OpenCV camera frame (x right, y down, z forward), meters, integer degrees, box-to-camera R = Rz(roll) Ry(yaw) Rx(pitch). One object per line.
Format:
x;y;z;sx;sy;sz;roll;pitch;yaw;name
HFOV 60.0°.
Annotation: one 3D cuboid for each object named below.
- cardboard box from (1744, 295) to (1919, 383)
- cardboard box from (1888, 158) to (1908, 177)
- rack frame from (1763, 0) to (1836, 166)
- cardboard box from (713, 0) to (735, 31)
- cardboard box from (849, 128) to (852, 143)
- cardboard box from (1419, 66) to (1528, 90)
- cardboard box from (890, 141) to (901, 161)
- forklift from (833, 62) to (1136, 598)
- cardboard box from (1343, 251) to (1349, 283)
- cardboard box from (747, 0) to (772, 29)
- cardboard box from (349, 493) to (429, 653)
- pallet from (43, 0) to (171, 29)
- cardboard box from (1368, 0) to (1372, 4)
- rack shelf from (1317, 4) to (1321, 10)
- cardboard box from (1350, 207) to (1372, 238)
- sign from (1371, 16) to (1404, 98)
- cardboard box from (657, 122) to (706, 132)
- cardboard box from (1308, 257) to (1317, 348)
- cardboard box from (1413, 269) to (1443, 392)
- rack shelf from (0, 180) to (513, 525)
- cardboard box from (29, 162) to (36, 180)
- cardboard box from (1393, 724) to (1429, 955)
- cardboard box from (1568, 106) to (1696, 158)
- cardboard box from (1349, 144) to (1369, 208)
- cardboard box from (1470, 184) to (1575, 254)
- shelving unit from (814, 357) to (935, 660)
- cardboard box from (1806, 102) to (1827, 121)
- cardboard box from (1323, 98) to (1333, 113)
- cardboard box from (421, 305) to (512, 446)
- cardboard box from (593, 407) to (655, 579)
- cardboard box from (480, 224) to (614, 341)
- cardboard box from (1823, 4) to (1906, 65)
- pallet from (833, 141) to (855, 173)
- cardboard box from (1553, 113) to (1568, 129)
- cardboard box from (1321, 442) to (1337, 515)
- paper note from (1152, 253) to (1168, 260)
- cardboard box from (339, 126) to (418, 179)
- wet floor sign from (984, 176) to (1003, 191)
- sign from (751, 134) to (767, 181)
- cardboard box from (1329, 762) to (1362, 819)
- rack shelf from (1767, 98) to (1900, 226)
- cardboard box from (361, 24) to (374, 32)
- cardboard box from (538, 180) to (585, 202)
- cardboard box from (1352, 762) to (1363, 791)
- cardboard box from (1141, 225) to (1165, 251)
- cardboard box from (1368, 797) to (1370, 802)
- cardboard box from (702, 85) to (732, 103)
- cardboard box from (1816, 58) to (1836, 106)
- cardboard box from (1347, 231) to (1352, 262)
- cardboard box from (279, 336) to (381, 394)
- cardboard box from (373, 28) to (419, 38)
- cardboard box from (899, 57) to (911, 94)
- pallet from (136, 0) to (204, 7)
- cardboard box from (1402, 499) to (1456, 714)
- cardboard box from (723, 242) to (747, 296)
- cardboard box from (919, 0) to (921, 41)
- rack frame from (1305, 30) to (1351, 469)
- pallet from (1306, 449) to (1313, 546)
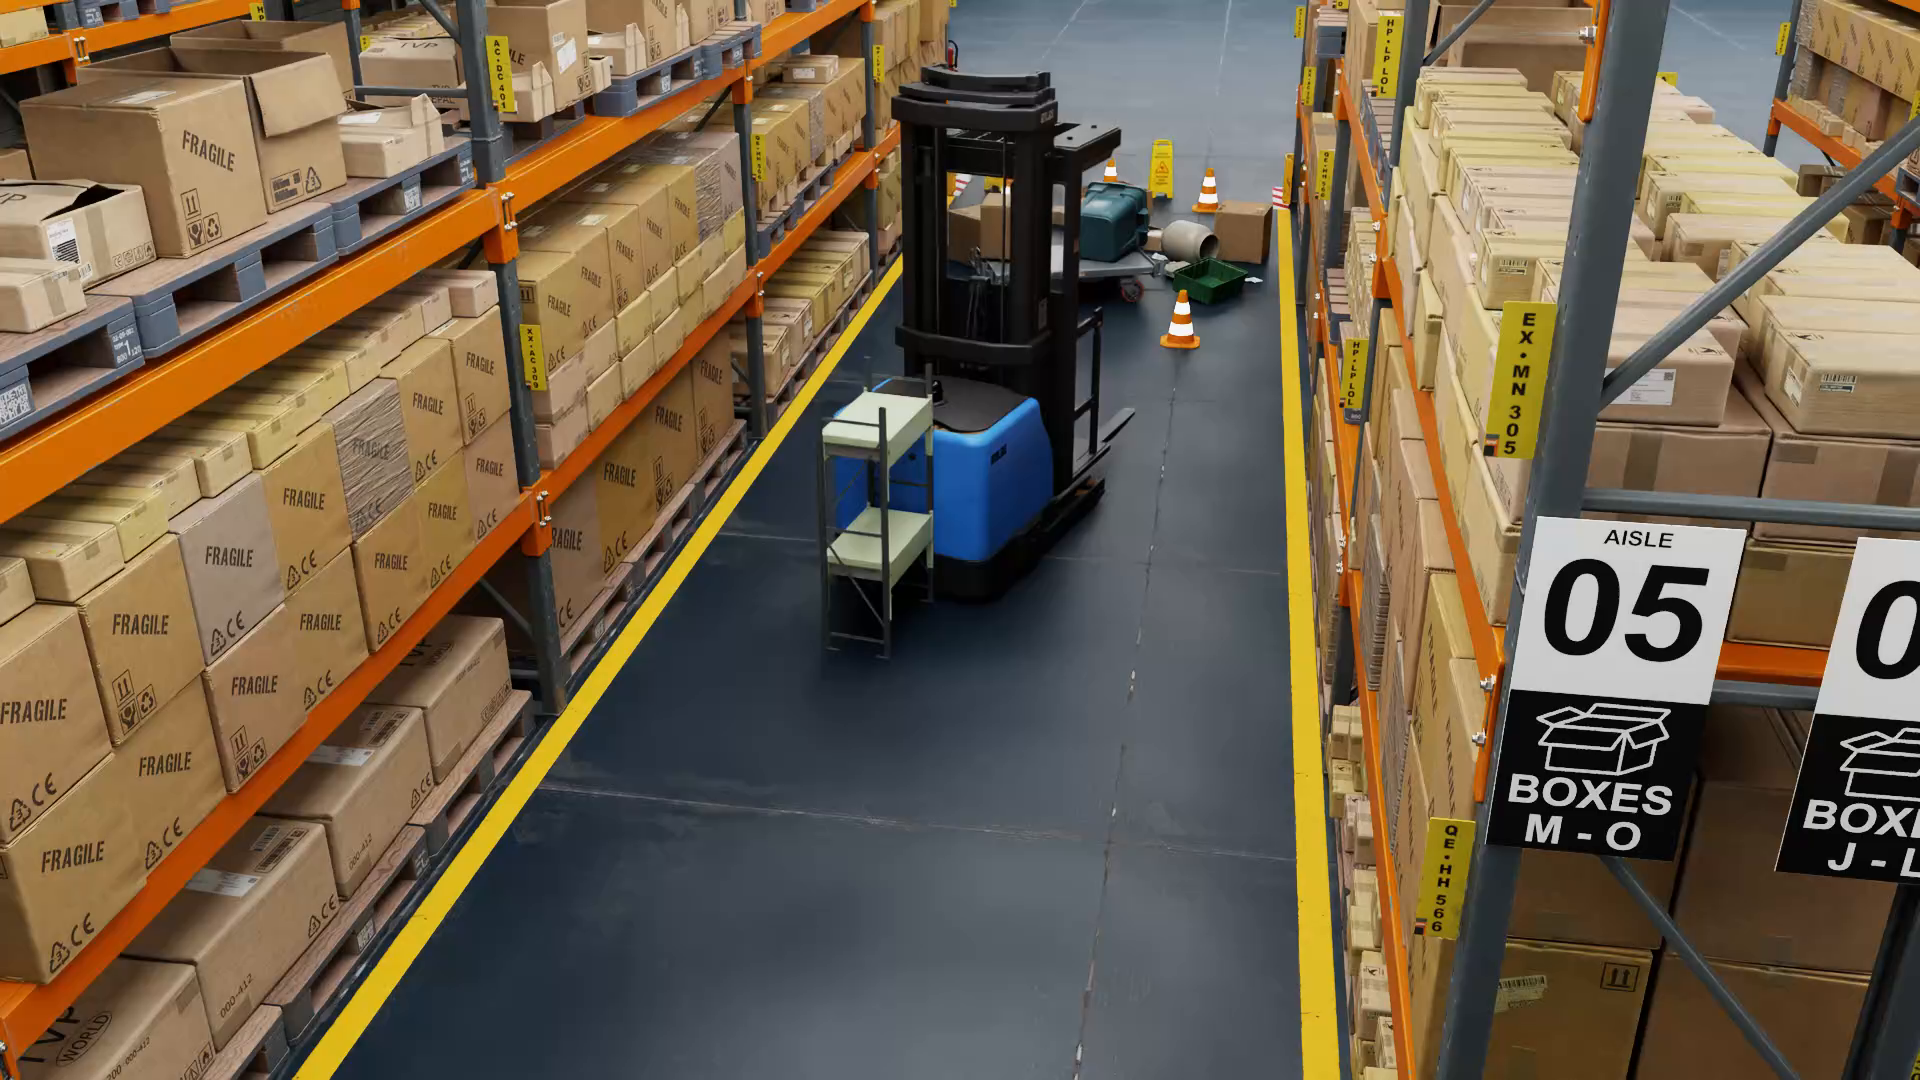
1.991;-0.431;3.711;0.380;0.149;0.250;5;26;11;cardboard box
8.288;-3.242;14.433;0.380;0.149;0.250;4;25;9;cardboard box
9.146;-4.814;17.496;1.000;3.000;0.127;4;25;9;rack frame
-1.851;-3.582;10.709;0.797;0.503;0.637;2;25;5;cardboard box
-1.157;-3.561;14.620;0.380;0.149;0.250;3;25;7;cardboard box
2.021;-1.774;6.580;0.380;0.149;0.250;4;25;8;cardboard box
-0.760;-3.897;16.636;0.380;0.149;0.250;5;26;11;cardboard box
0.332;-1.576;10.660;1.130;2.935;3.031;12;28;23;forklift
2.689;-1.757;10.767;0.380;0.149;0.250;4;25;8;cardboard box
-1.774;-3.954;12.003;0.700;0.500;0.500;4;25;9;cardboard box
-2.562;0.111;6.856;0.500;0.500;0.500;4;25;8;cardboard box
-6.813;-4.060;12.570;1.213;0.211;1.003;5;26;11;pallet
2.539;-3.239;9.572;0.396;0.266;0.258;4;25;9;cardboard box
3.942;-5.396;16.050;1.077;0.370;4.000;4;25;9;rack shelf
2.694;-2.018;10.623;0.380;0.149;0.250;4;25;9;cardboard box
1.760;-1.989;6.849;0.100;0.325;0.005;4;25;9;sign
-2.138;-2.734;12.089;0.500;0.500;0.500;3;25;7;cardboard box
3.441;-2.029;13.705;1.050;0.750;0.750;4;25;9;cardboard box
1.706;-0.652;5.242;0.500;0.250;0.500;5;26;11;cardboard box
-2.919;-0.678;5.971;1.077;0.370;4.000;4;25;9;rack shelf
-7.037;-2.863;12.915;0.500;0.250;0.500;5;25;10;cardboard box
1.563;0.891;4.839;0.500;0.500;0.500;4;25;8;cardboard box
2.336;-1.411;5.805;0.380;0.149;0.250;5;26;10;cardboard box
3.045;-2.539;11.339;0.700;0.500;0.500;4;25;8;cardboard box
1.659;-0.899;4.710;0.380;0.149;0.250;5;25;10;cardboard box
-0.464;-0.184;9.374;0.431;1.500;0.755;8;26;17;shelving unit
8.728;-4.285;16.662;0.380;0.149;0.250;4;25;9;cardboard box
3.664;-3.750;15.046;0.875;0.550;0.550;4;25;9;cardboard box
-2.397;-0.763;7.545;0.500;0.500;0.500;4;25;8;cardboard box
-2.430;-0.353;9.977;0.875;0.875;0.875;5;26;10;cardboard box
-2.181;-1.359;8.817;0.500;0.500;0.500;4;25;8;cardboard box
8.618;-4.818;15.856;0.500;0.500;0.500;4;25;9;cardboard box
-1.553;-3.431;14.768;1.003;0.211;1.213;4;25;9;pallet
2.483;-1.487;6.439;0.500;0.250;0.500;3;25;6;cardboard box
2.350;-0.344;9.515;0.500;0.250;0.500;3;25;6;cardboard box
2.032;-2.874;16.862;0.172;0.023;0.155;13;28;26;paper note
-2.424;-1.562;6.694;0.380;0.149;0.250;5;25;10;cardboard box
0.456;-4.440;19.474;0.267;0.644;0.232;13;28;26;wet floor sign
-1.390;-2.642;11.490;0.100;0.325;0.005;4;25;9;sign
1.888;1.161;7.598;0.380;0.149;0.250;5;26;10;cardboard box
8.819;-3.652;15.862;1.077;0.370;4.000;4;25;9;rack shelf
-6.275;-5.228;17.147;0.380;0.149;0.250;4;25;8;cardboard box
-2.517;-1.829;9.822;0.500;0.500;0.500;4;25;9;cardboard box
1.980;1.027;7.535;0.380;0.149;0.250;4;25;9;cardboard box
2.079;-3.135;17.135;0.396;0.266;0.258;8;26;18;cardboard box
1.931;1.111;7.004;0.380;0.149;0.250;3;25;7;cardboard box
-1.949;-3.523;13.008;0.380;0.149;0.250;3;25;6;cardboard box
9.066;-4.548;16.460;0.875;0.500;0.500;4;25;9;cardboard box
2.685;-1.877;10.672;0.380;0.149;0.250;5;26;11;cardboard box
-2.558;-0.702;6.649;0.380;0.149;0.250;4;25;8;cardboard box
-5.707;-5.080;16.831;0.380;0.149;0.250;5;25;10;cardboard box
-0.784;-4.593;16.555;0.500;0.500;0.500;4;25;8;cardboard box
-6.633;-4.528;13.570;1.003;0.211;1.213;5;26;11;pallet
1.643;0.220;5.093;0.500;0.500;0.500;5;26;11;cardboard box
-1.765;-1.857;11.357;0.500;0.250;0.500;3;25;7;cardboard box
-0.789;-5.274;16.831;0.700;0.500;0.500;4;25;8;cardboard box
2.962;-1.854;11.173;1.000;3.000;0.127;4;25;9;rack frame
2.833;-0.264;11.066;1.003;0.211;1.213;4;25;9;pallet
